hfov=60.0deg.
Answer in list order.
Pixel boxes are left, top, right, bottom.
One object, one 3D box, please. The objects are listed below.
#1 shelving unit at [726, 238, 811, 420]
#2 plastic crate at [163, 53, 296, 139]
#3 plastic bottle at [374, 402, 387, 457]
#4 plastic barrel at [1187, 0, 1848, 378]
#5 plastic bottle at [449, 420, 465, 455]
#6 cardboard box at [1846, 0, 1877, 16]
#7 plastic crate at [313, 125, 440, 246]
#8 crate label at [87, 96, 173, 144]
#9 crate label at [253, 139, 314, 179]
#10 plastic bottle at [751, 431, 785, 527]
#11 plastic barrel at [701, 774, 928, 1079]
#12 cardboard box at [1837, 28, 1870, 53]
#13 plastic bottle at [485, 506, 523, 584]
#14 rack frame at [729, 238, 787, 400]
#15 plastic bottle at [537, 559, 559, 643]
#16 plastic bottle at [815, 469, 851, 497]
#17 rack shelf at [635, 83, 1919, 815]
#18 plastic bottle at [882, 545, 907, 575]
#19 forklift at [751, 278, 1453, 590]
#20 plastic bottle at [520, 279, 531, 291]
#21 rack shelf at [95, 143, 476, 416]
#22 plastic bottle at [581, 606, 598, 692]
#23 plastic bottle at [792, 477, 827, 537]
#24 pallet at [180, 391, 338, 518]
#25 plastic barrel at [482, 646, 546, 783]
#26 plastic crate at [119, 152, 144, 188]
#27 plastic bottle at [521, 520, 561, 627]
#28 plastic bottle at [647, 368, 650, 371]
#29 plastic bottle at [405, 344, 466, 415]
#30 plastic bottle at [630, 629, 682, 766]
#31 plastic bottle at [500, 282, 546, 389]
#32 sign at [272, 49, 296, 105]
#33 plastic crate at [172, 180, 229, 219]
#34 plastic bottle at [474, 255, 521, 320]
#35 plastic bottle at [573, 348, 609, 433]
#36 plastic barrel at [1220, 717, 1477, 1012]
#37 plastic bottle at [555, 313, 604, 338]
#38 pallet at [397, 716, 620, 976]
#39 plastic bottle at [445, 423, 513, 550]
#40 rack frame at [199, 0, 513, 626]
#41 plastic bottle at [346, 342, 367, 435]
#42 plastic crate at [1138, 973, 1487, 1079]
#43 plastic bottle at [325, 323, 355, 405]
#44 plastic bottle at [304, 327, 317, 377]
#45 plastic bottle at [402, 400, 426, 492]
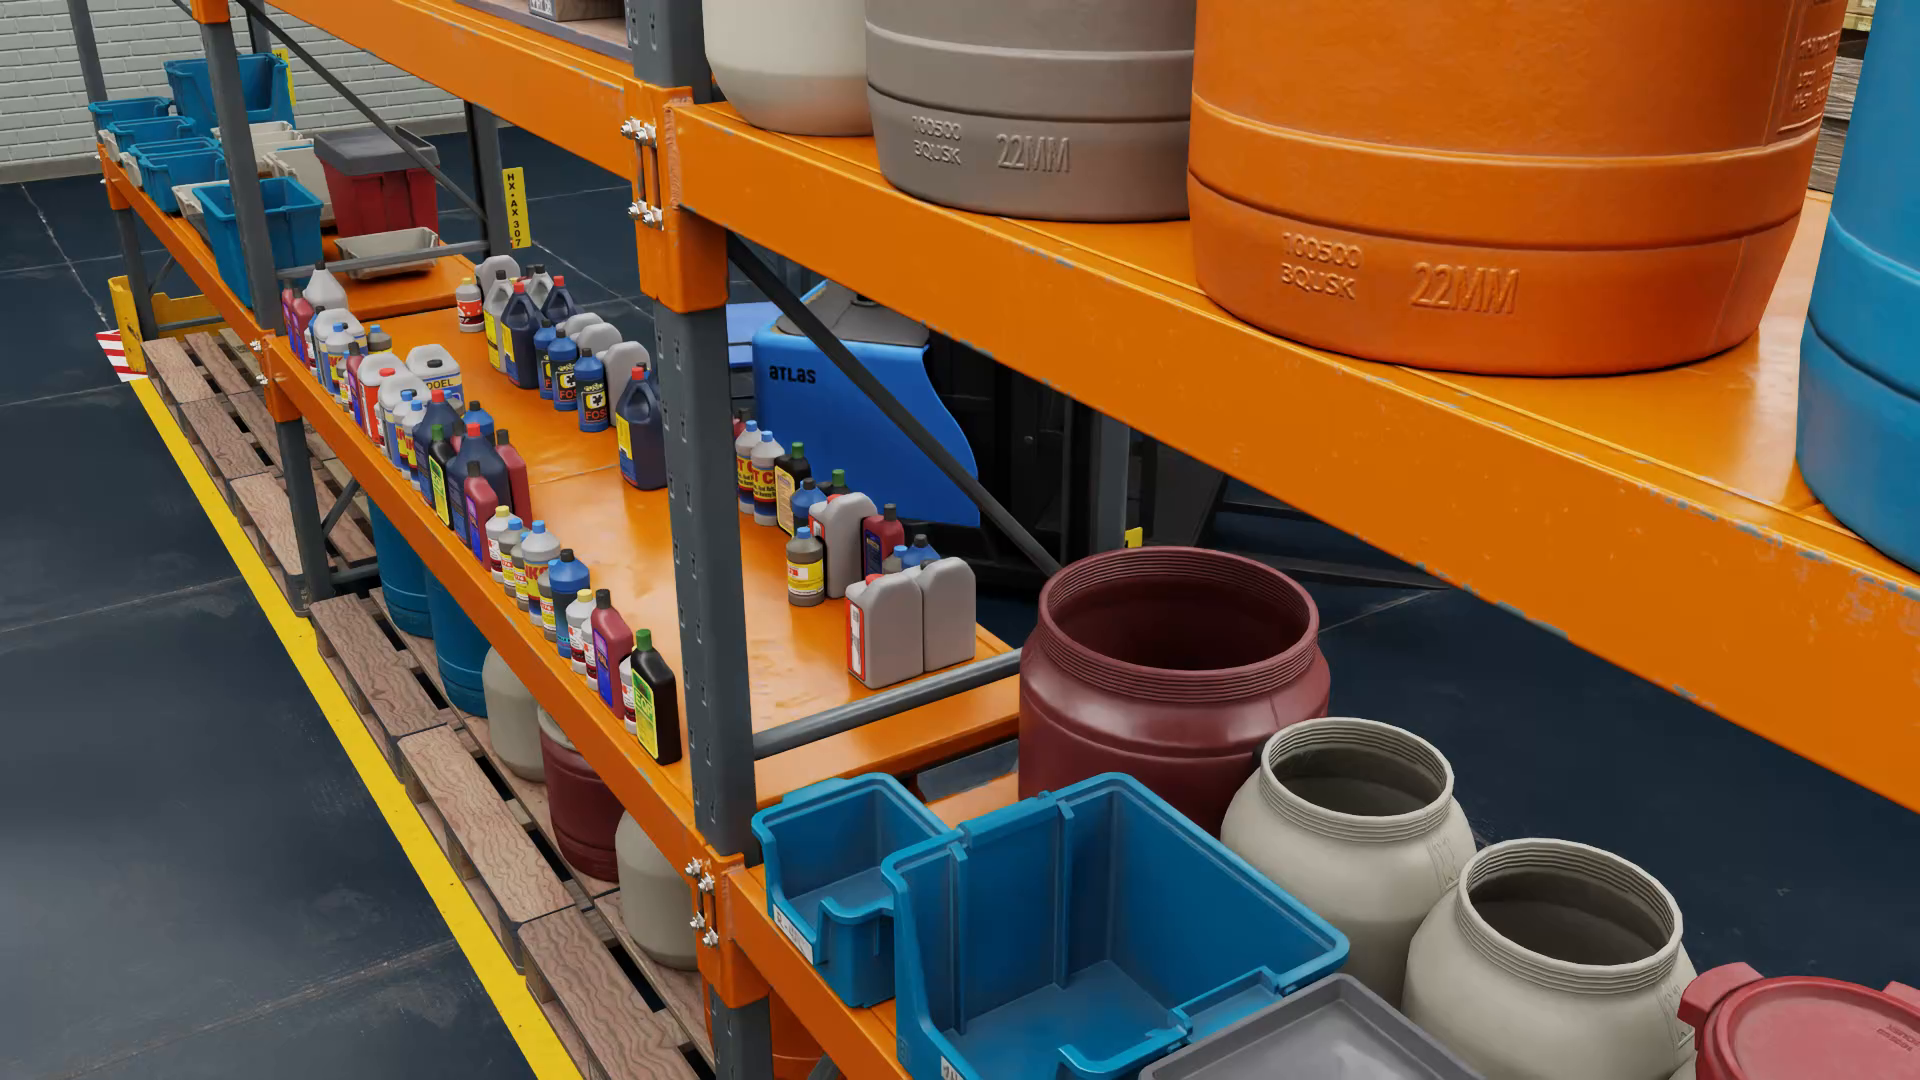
[{"bbox_3d":[-1.068,-1.159,8.448,0.538,1.500,1.048,-5,26,-11],"label":"shelving unit"},{"bbox_3d":[-4.119,-2.494,9.408,0.616,0.435,0.499,-16,29,-30],"label":"plastic crate"},{"bbox_3d":[-1.795,-0.373,5.260,0.097,0.201,0.097,0,25,0],"label":"plastic bottle"},{"bbox_3d":[0.533,-0.638,1.572,0.600,0.830,0.708,-16,29,-30],"label":"plastic barrel"},{"bbox_3d":[-1.416,-0.195,4.787,0.061,0.283,0.133,-16,29,-30],"label":"plastic bottle"},{"bbox_3d":[5.916,-3.468,10.688,0.380,0.149,0.250,-14,29,-27],"label":"cardboard box"},{"bbox_3d":[-2.552,-1.531,7.333,0.402,0.464,0.583,-16,29,-30],"label":"plastic crate"},{"bbox_3d":[-4.599,-2.314,9.263,0.416,0.233,0.303,-16,29,-30],"label":"crate label"},{"bbox_3d":[-3.543,-1.985,8.679,0.396,0.136,0.243,-16,29,-30],"label":"crate label"},{"bbox_3d":[-0.548,-0.181,4.771,0.097,0.271,0.097,0,25,0],"label":"plastic bottle"},{"bbox_3d":[-0.372,0.955,4.265,0.600,0.830,0.708,-16,29,-30],"label":"plastic barrel"},{"bbox_3d":[3.320,-1.818,6.795,0.797,0.503,0.637,-15,29,-28],"label":"cardboard box"},{"bbox_3d":[-1.215,0.007,4.455,0.097,0.201,0.097,0,25,0],"label":"plastic bottle"},{"bbox_3d":[-1.177,-1.371,8.897,0.500,1.500,0.032,-5,26,-11],"label":"rack frame"},{"bbox_3d":[-1.002,0.146,4.159,0.097,0.201,0.097,0,25,0],"label":"plastic bottle"},{"bbox_3d":[-0.344,-0.067,4.516,0.061,0.283,0.133,-16,29,-30],"label":"plastic bottle"},{"bbox_3d":[1.001,0.018,1.527,1.077,0.370,4.000,-16,29,-30],"label":"rack shelf"},{"bbox_3d":[-0.150,0.111,4.234,0.097,0.201,0.097,0,25,0],"label":"plastic bottle"},{"bbox_3d":[0.663,-1.249,6.963,3.031,2.935,1.130,7,26,15],"label":"forklift"},{"bbox_3d":[-1.589,-0.844,6.170,0.152,0.276,0.135,-16,29,-30],"label":"plastic bottle"},{"bbox_3d":[-3.366,-1.487,8.228,1.077,0.370,4.000,-16,29,-30],"label":"rack shelf"},{"bbox_3d":[-0.843,0.251,3.938,0.097,0.201,0.097,0,25,0],"label":"plastic bottle"},{"bbox_3d":[-0.400,-0.037,4.465,0.097,0.271,0.097,0,25,0],"label":"plastic bottle"},{"bbox_3d":[-3.379,-0.526,8.618,1.003,0.211,1.213,-16,29,-30],"label":"pallet"},{"bbox_3d":[-1.372,0.513,5.572,0.421,0.512,0.421,0,25,0],"label":"plastic barrel"},{"bbox_3d":[-4.123,-1.894,8.486,0.250,0.136,0.298,-16,29,-30],"label":"plastic crate"},{"bbox_3d":[-1.055,0.080,4.218,0.097,0.271,0.097,0,25,0],"label":"plastic bottle"},{"bbox_3d":[-1.028,-0.464,5.452,0.097,0.201,0.097,0,25,0],"label":"plastic bottle"},{"bbox_3d":[-1.708,-0.490,5.421,0.152,0.276,0.135,-16,29,-30],"label":"plastic bottle"},{"bbox_3d":[-0.669,0.342,3.649,0.061,0.283,0.133,-16,29,-30],"label":"plastic bottle"},{"bbox_3d":[-1.519,-0.722,5.824,0.144,0.351,0.185,-16,29,-30],"label":"plastic bottle"},{"bbox_3d":[-4.006,-2.735,9.839,0.100,0.325,0.005,-16,29,-30],"label":"sign"},{"bbox_3d":[-3.477,-1.557,7.774,0.293,0.136,0.466,-16,29,-30],"label":"plastic crate"},{"bbox_3d":[-1.789,-0.975,6.447,0.152,0.276,0.135,-16,29,-30],"label":"plastic bottle"},{"bbox_3d":[-1.208,-0.495,5.435,0.097,0.271,0.097,0,25,0],"label":"plastic bottle"},{"bbox_3d":[0.650,0.602,2.831,0.421,0.512,0.421,0,25,0],"label":"plastic barrel"},{"bbox_3d":[-1.314,-0.664,5.788,0.152,0.276,0.135,-16,29,-30],"label":"plastic bottle"},{"bbox_3d":[-1.218,0.887,5.624,1.003,0.211,1.213,-16,29,-30],"label":"pallet"},{"bbox_3d":[-1.345,-0.164,4.642,0.144,0.351,0.185,-16,29,-30],"label":"plastic bottle"},{"bbox_3d":[-2.275,-1.097,6.559,1.000,3.000,0.127,-16,29,-30],"label":"rack frame"},{"bbox_3d":[-1.947,-0.496,5.423,0.061,0.283,0.133,-16,29,-30],"label":"plastic bottle"},{"bbox_3d":[0.535,0.954,2.140,0.402,0.464,0.583,-16,29,-30],"label":"plastic crate"},{"bbox_3d":[-2.101,-0.605,5.669,0.097,0.271,0.097,0,25,0],"label":"plastic bottle"},{"bbox_3d":[-2.281,-0.692,5.934,0.097,0.201,0.097,0,25,0],"label":"plastic bottle"},{"bbox_3d":[-1.616,-0.287,4.996,0.097,0.271,0.097,0,25,0],"label":"plastic bottle"}]
